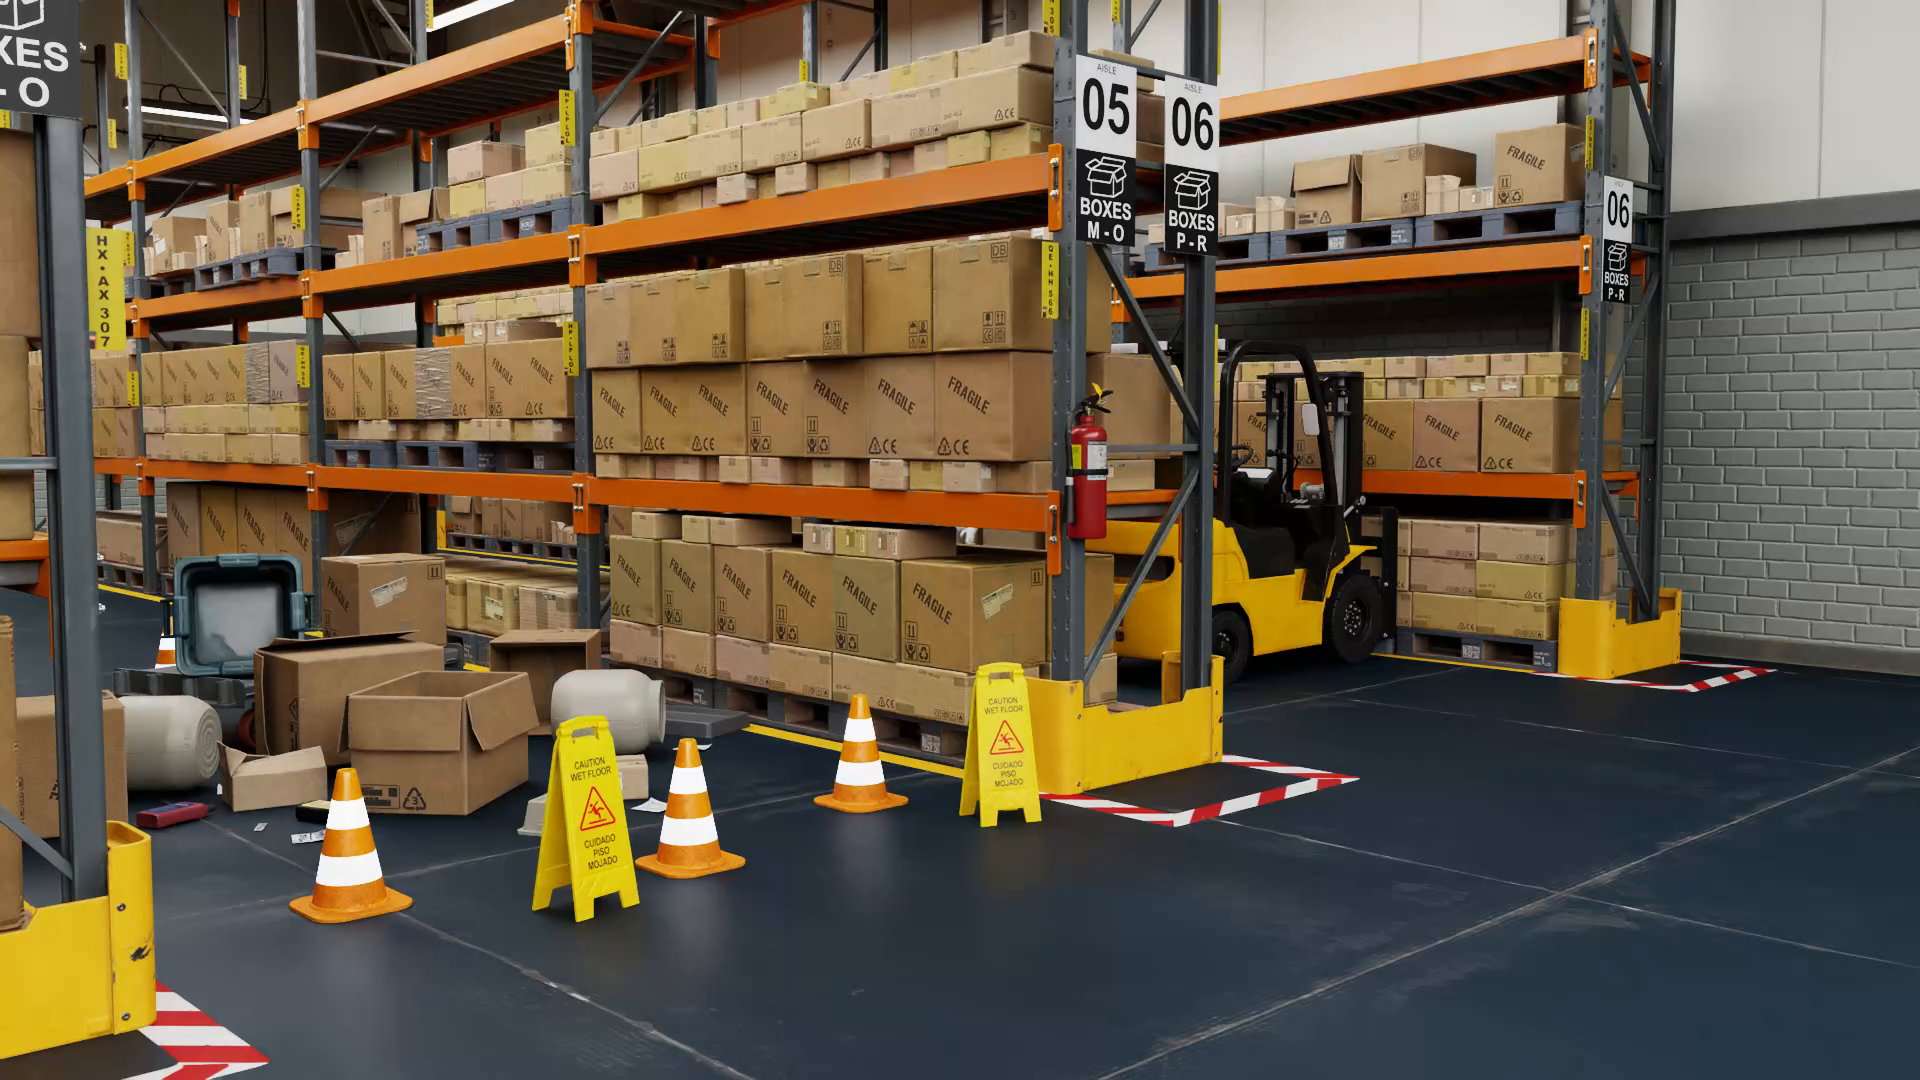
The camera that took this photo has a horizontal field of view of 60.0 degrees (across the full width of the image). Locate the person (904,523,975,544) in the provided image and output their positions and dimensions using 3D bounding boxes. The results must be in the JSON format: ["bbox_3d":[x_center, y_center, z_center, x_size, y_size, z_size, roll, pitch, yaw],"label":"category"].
[{"bbox_3d":[-0.126,-0.029,11.402,0.573,1.732,0.458,1,4,18],"label":"person"}]
